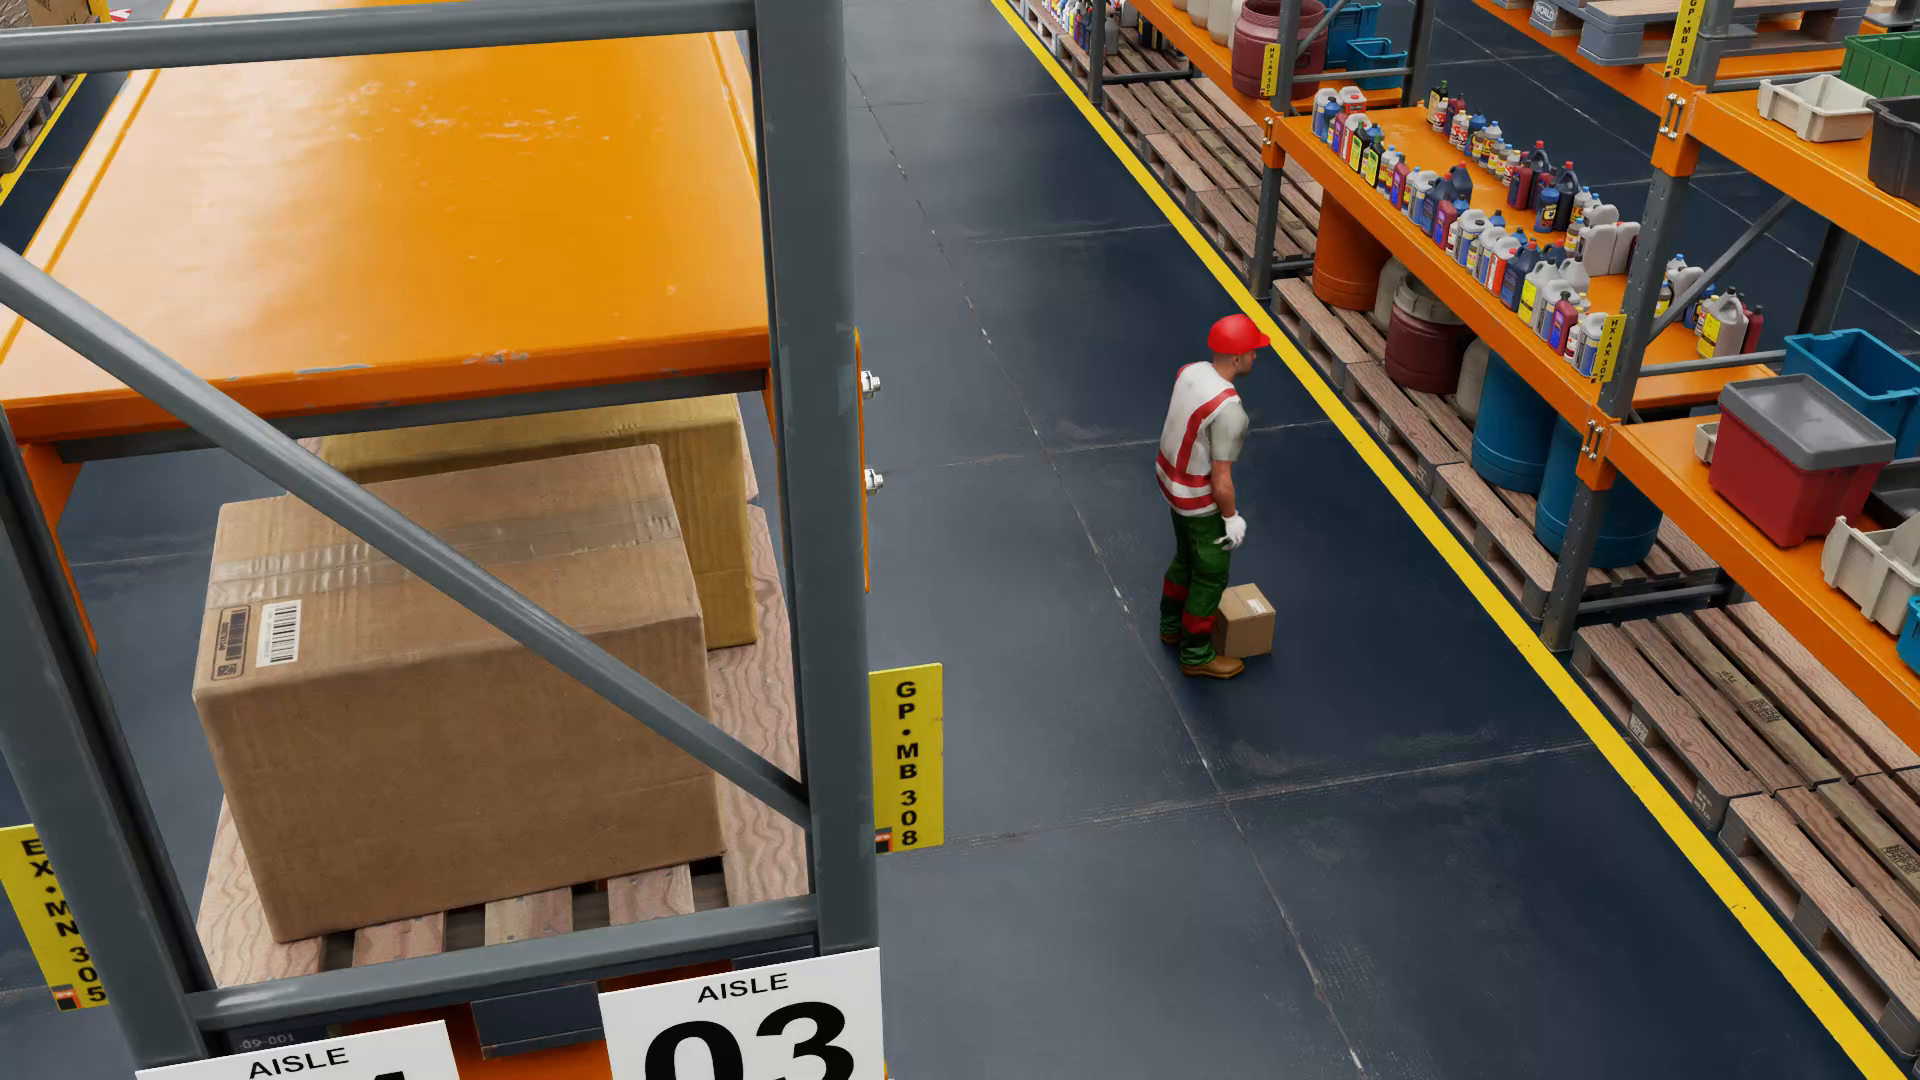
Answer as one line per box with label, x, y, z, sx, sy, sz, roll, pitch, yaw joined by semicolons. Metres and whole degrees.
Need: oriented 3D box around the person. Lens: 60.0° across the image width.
person;1.142;-0.208;7.654;0.454;1.779;0.620;-8;35;-12
